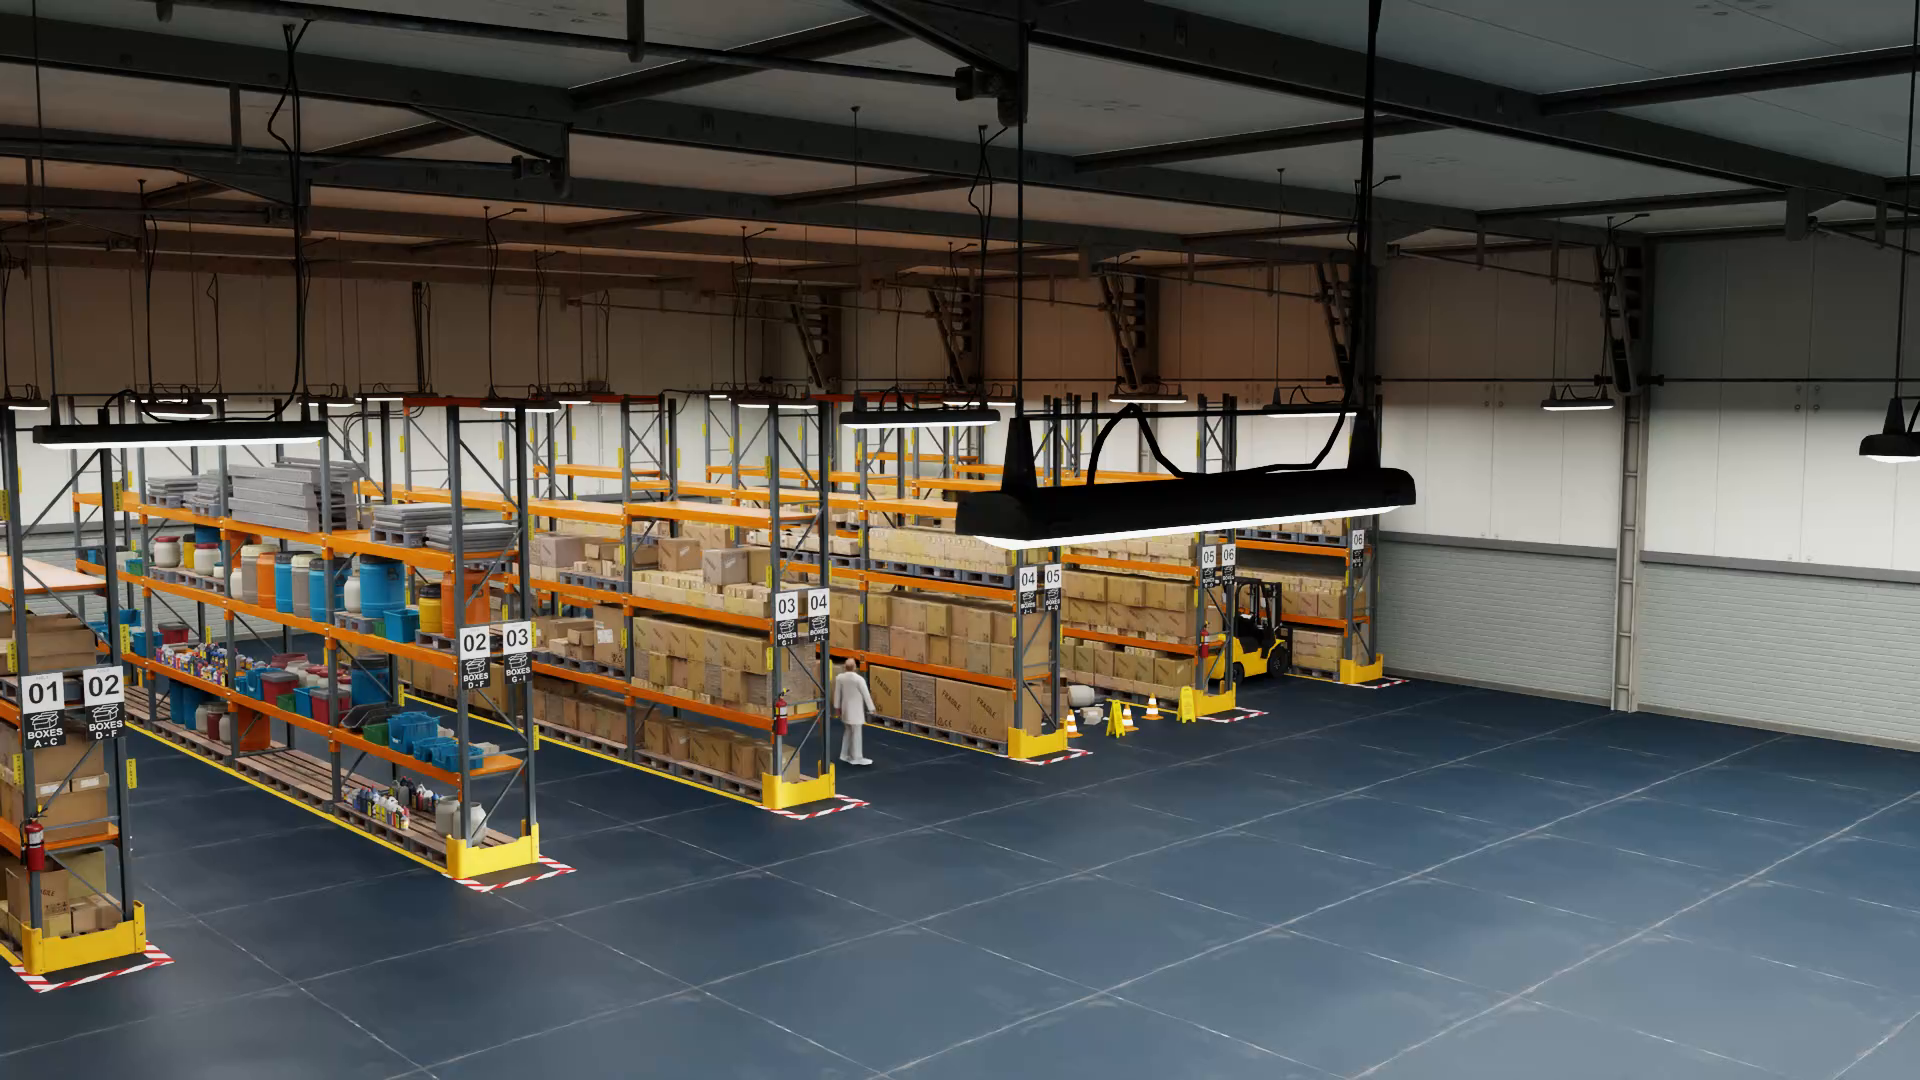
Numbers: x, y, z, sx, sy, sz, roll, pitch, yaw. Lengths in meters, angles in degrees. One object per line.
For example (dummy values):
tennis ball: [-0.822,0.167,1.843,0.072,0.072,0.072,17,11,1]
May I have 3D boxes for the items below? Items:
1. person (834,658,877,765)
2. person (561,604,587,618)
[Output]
person: [-1.720,2.826,27.373,0.553,1.831,0.671,-4,7,-37]
person: [-10.047,1.288,43.256,0.900,1.741,0.602,0,6,4]
